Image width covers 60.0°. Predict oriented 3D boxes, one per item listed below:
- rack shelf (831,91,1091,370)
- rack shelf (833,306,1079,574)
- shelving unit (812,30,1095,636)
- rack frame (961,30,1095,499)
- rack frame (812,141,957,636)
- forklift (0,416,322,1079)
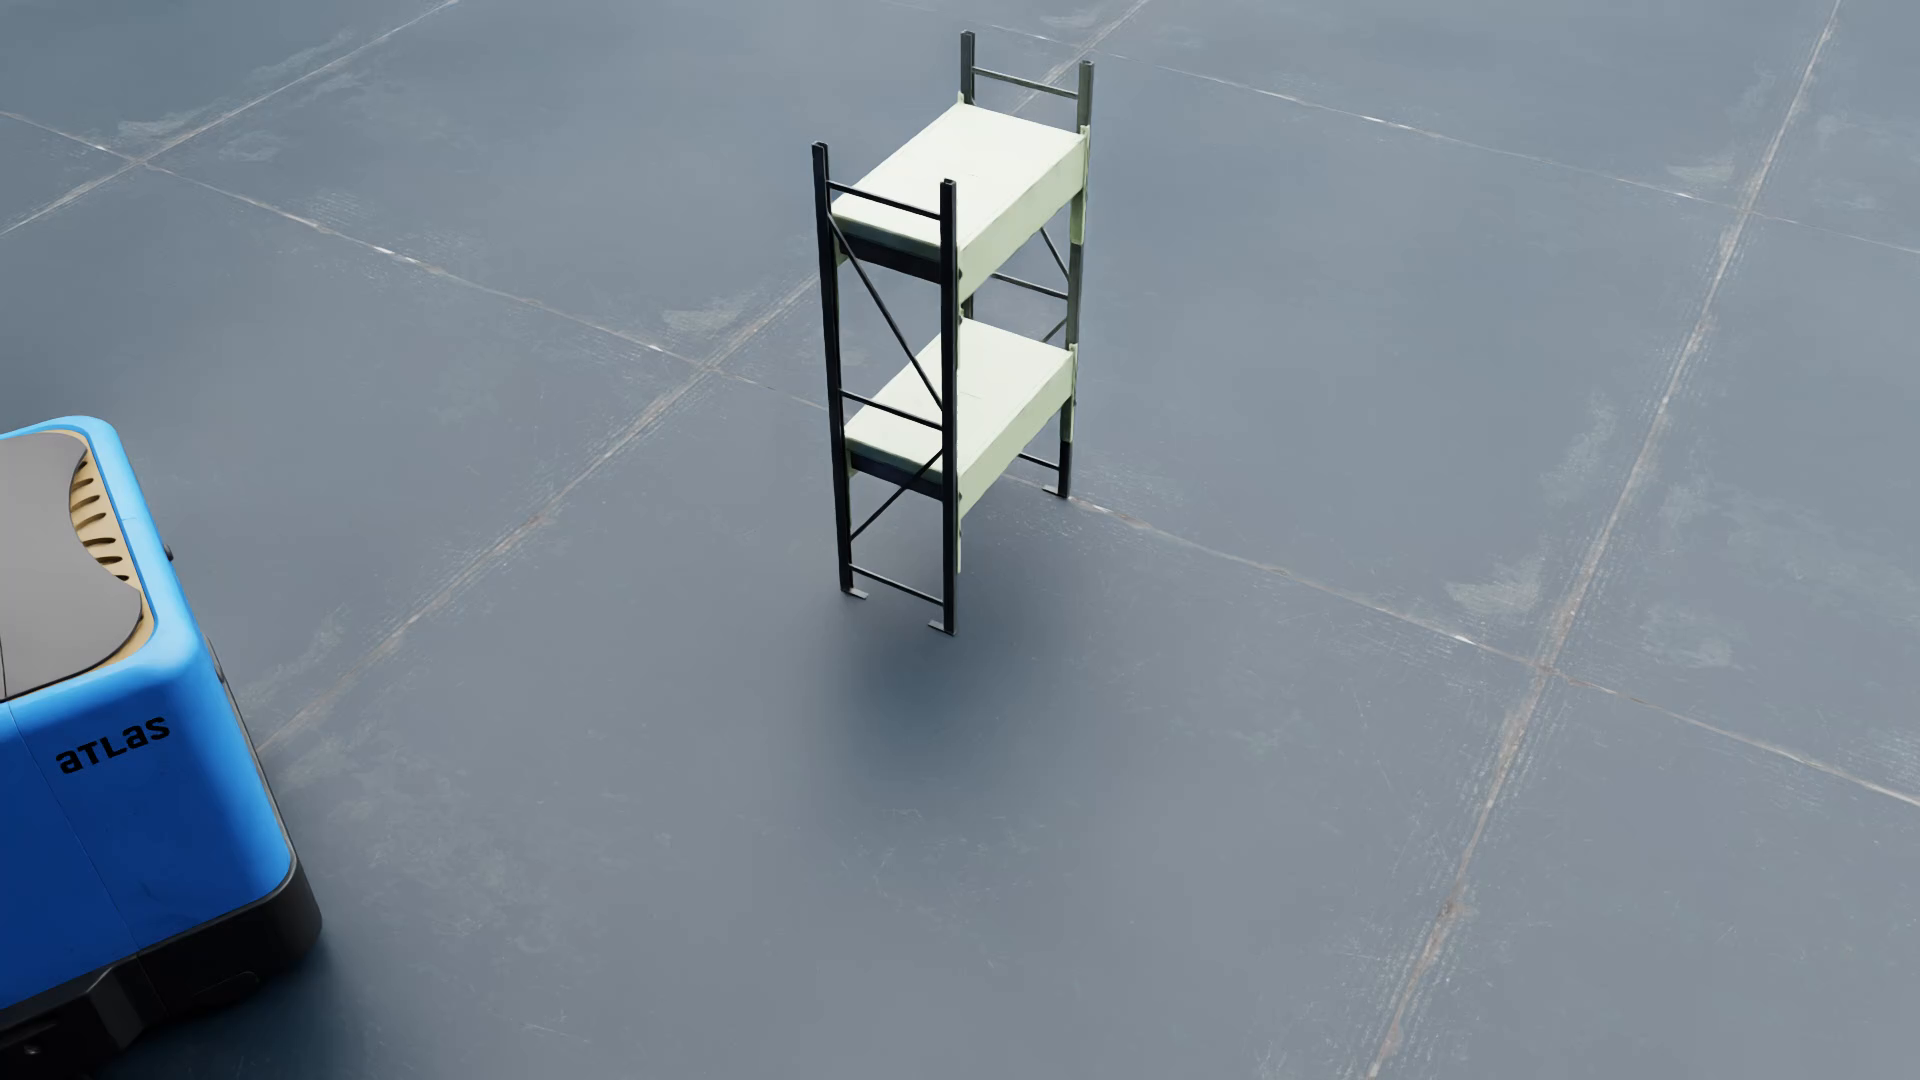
[{"bbox_3d":[-0.003,-0.852,4.492,0.431,0.370,0.720,21,45,22],"label":"rack shelf"},{"bbox_3d":[-0.003,-0.314,4.965,0.431,0.370,0.720,21,45,22],"label":"rack shelf"},{"bbox_3d":[-0.003,-0.559,4.750,0.431,1.500,0.755,21,45,22],"label":"shelving unit"},{"bbox_3d":[0.180,-0.768,4.988,0.400,1.500,0.023,21,45,22],"label":"rack frame"},{"bbox_3d":[-0.186,-0.350,4.512,0.400,1.500,0.023,21,45,22],"label":"rack frame"},{"bbox_3d":[-3.082,0.168,2.841,3.031,2.935,1.130,-22,46,-23],"label":"forklift"}]
